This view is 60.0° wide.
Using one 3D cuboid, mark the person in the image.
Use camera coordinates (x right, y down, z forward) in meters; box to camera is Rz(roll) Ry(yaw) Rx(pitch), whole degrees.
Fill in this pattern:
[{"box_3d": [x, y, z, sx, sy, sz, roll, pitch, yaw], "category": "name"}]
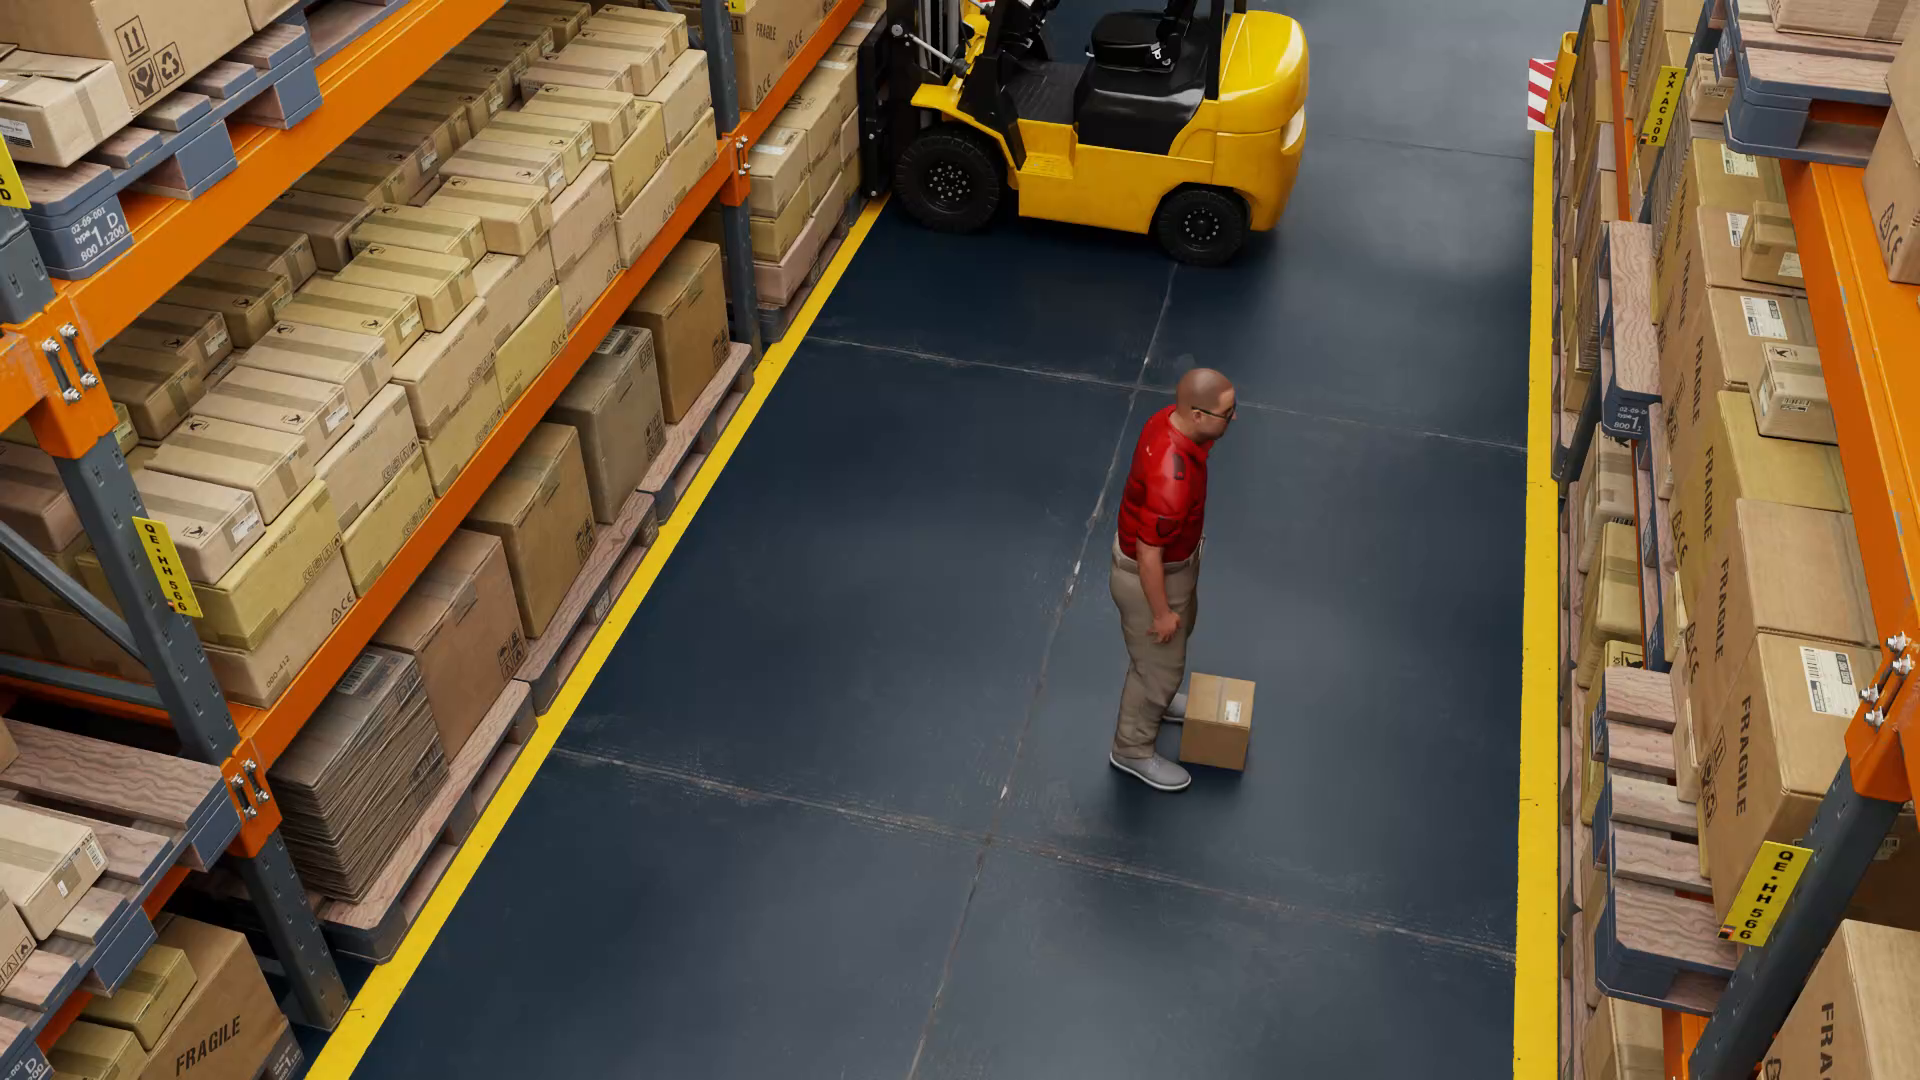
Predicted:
[{"box_3d": [0.750, 0.111, 6.041, 0.393, 1.725, 0.593, 8, 41, 9], "category": "person"}]
